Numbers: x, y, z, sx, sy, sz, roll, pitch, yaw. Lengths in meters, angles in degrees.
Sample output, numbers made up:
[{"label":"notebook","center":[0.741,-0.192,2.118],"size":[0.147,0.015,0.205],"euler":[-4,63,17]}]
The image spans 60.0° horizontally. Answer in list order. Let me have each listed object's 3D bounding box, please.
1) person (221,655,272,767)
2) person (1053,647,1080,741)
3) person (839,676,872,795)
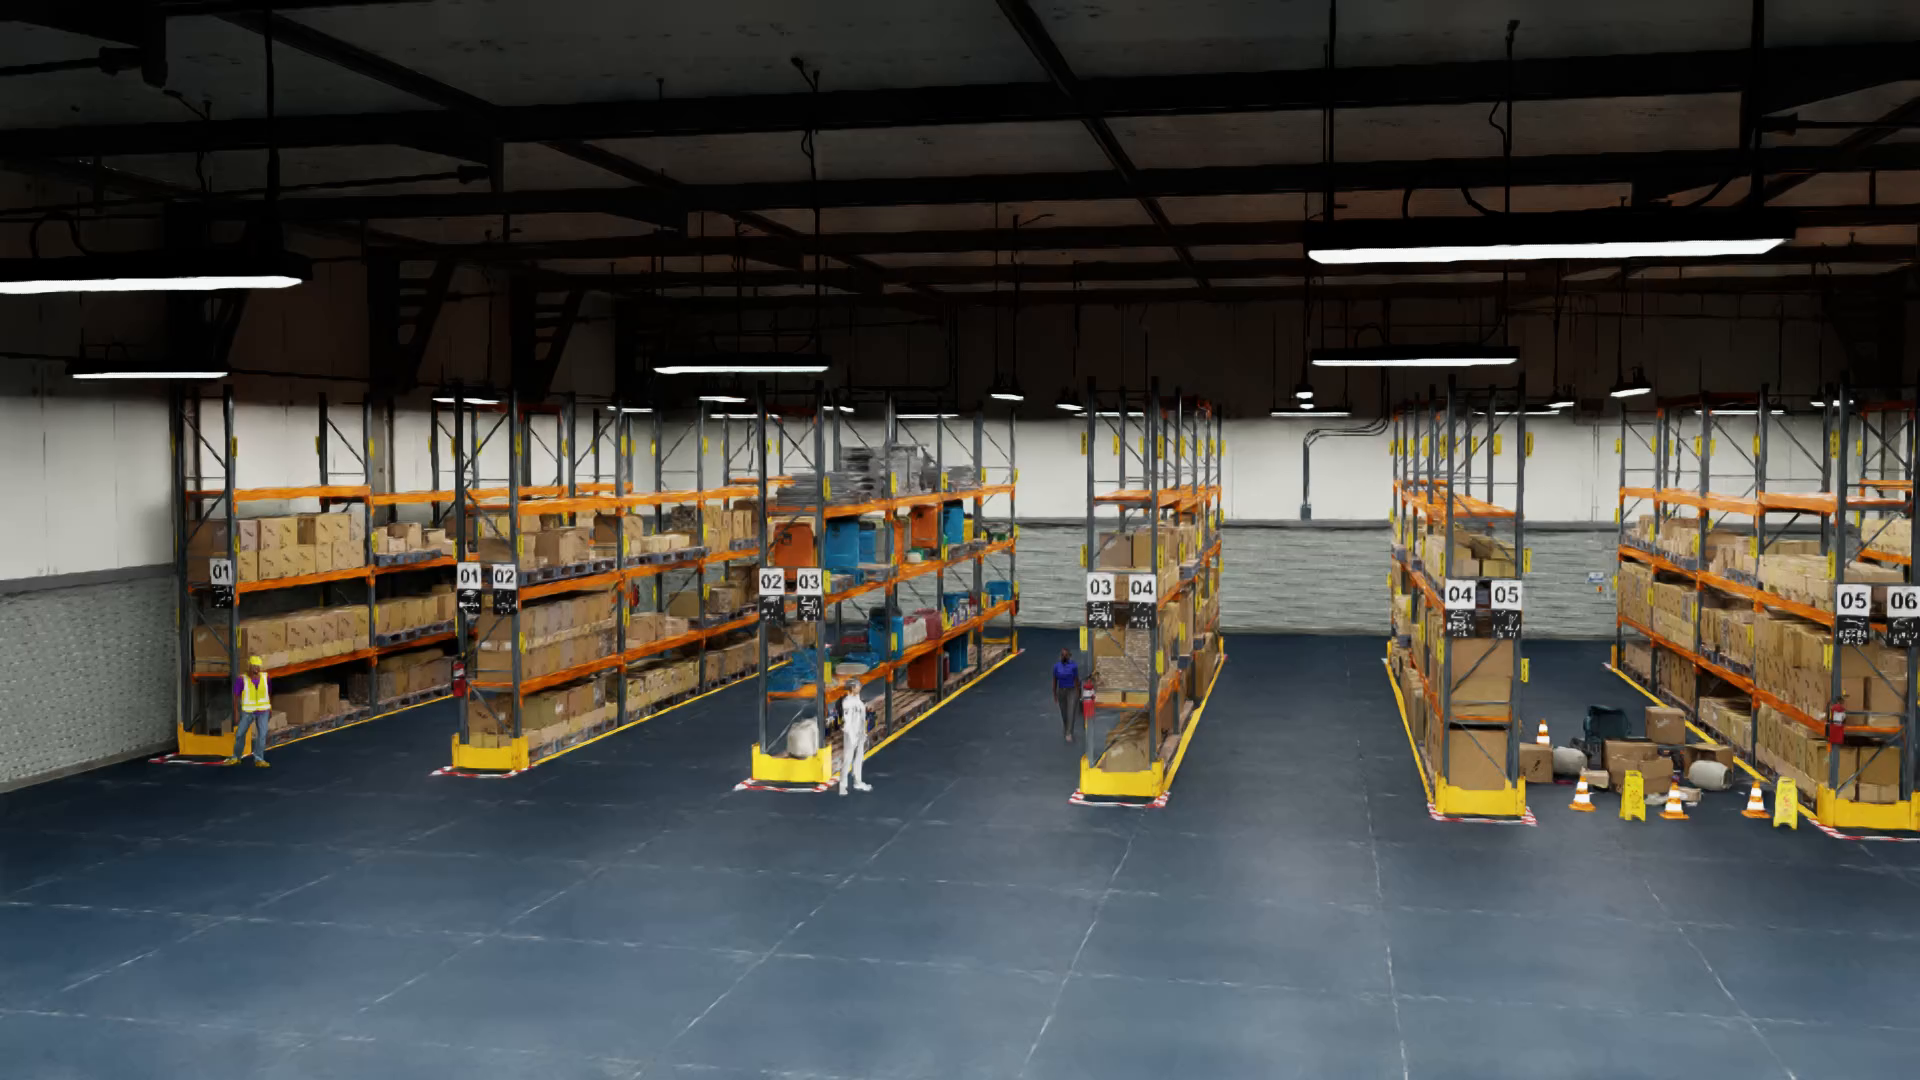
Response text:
[{"label":"person","center":[-11.140,2.672,25.969],"size":[0.743,1.761,0.501],"euler":[-2,4,-32]},{"label":"person","center":[1.807,2.599,28.479],"size":[0.449,1.571,1.075],"euler":[1,3,15]},{"label":"person","center":[-1.534,2.801,24.024],"size":[0.372,1.679,0.625],"euler":[1,3,22]}]
